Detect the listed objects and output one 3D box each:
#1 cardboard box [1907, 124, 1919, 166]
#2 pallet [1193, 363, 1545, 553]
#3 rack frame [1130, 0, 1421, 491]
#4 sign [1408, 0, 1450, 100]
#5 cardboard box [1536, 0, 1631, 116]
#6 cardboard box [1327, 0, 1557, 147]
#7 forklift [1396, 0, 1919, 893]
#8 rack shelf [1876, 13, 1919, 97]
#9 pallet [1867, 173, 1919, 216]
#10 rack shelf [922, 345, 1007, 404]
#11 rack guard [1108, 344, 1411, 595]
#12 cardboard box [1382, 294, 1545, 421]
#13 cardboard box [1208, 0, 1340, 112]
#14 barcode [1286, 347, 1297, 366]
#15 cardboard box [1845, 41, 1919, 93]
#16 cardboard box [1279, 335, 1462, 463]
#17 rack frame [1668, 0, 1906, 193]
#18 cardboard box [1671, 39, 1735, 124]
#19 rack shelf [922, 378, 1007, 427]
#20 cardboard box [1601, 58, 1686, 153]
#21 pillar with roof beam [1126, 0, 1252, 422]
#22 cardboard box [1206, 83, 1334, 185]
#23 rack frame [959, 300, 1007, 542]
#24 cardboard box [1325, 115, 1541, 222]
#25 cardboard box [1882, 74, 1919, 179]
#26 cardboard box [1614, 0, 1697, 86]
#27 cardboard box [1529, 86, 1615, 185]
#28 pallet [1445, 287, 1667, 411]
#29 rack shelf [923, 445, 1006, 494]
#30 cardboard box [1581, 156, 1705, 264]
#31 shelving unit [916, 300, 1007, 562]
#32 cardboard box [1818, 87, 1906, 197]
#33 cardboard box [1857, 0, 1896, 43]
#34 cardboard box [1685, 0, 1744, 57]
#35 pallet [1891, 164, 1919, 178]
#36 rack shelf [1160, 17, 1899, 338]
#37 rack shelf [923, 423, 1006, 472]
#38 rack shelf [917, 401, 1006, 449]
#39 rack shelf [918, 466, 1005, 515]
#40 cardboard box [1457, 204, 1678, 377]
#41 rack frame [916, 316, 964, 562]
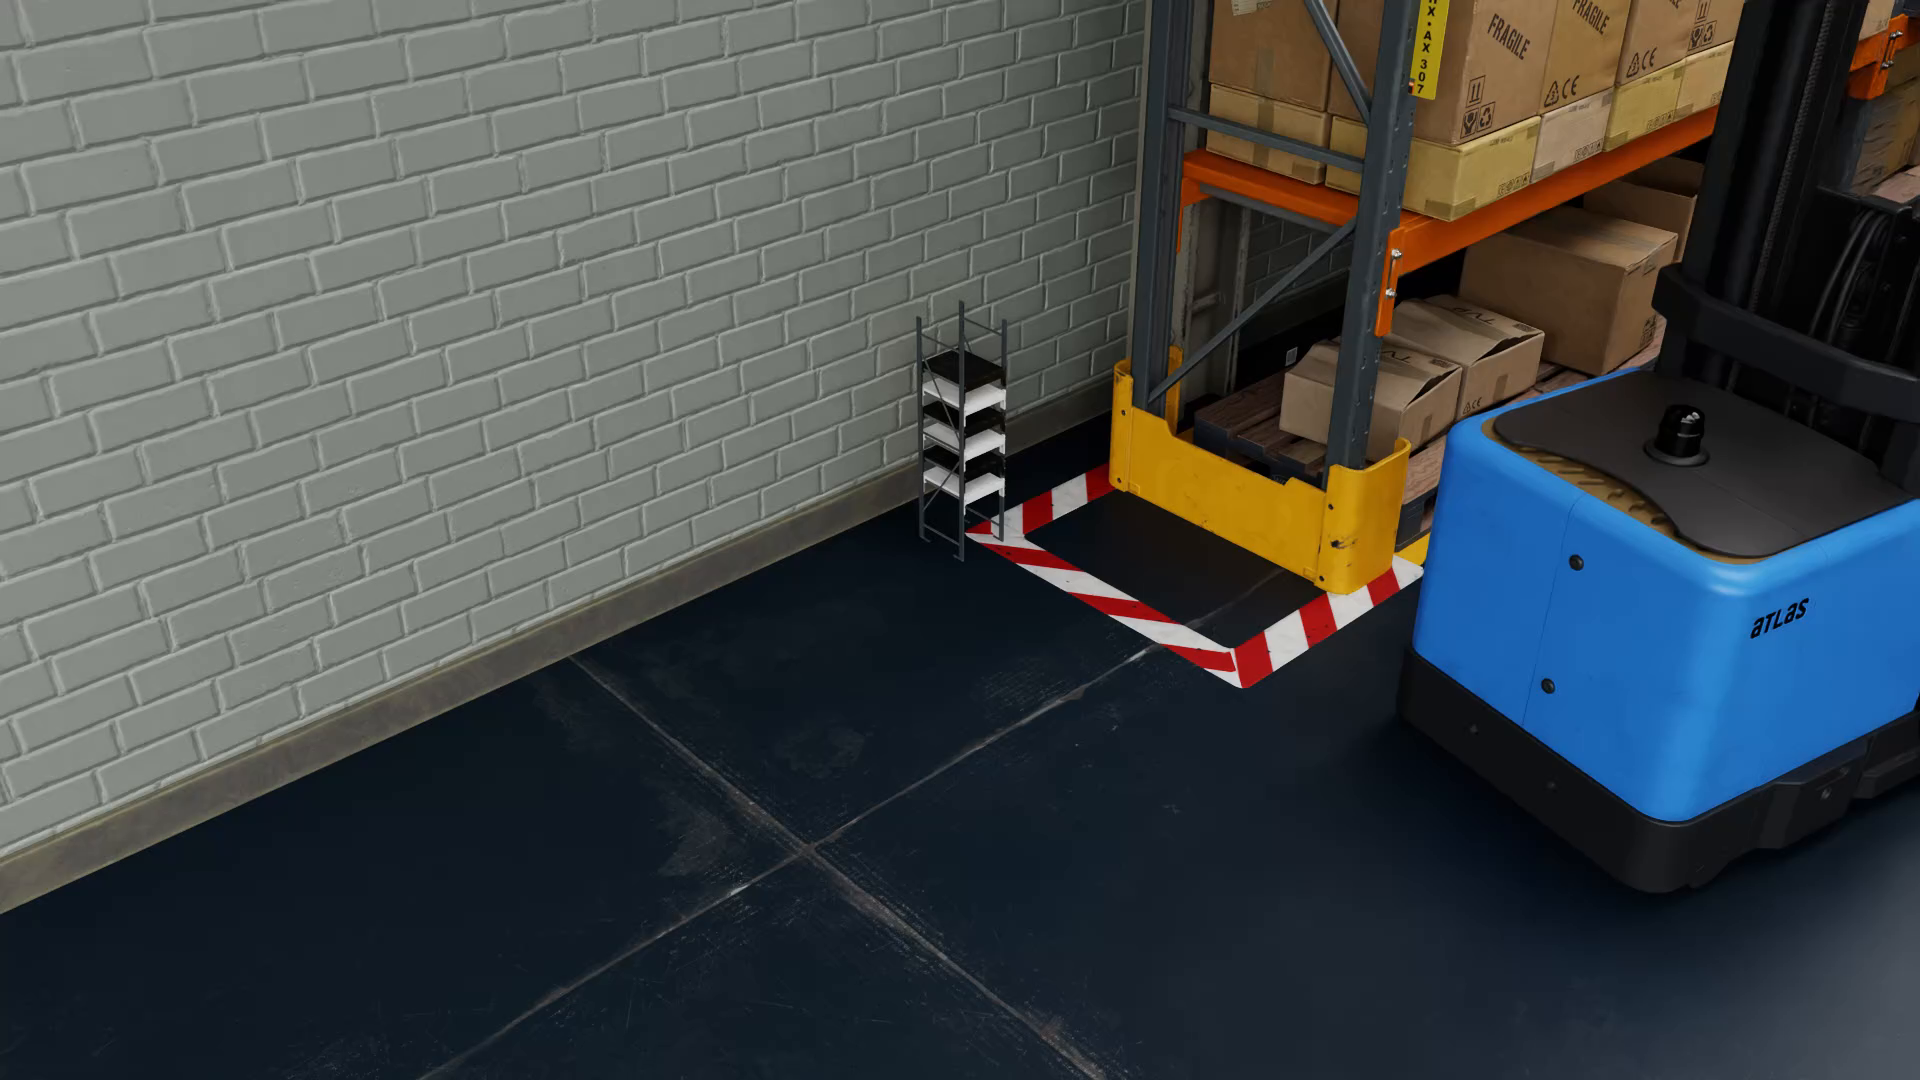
[{"bbox_3d":[5.241,-2.503,9.443,0.500,0.500,0.700,-25,40,-35],"label":"cardboard box"},{"bbox_3d":[1.708,-0.440,6.767,1.213,0.211,1.003,-26,40,-35],"label":"pallet"},{"bbox_3d":[1.033,-1.328,5.546,0.127,3.000,1.000,-26,40,-35],"label":"rack frame"},{"bbox_3d":[1.402,-1.490,4.981,0.005,0.325,0.100,-26,40,-35],"label":"sign"},{"bbox_3d":[1.956,-1.818,5.754,0.500,0.500,0.500,-26,40,-35],"label":"cardboard box"},{"bbox_3d":[1.587,-1.647,5.473,0.500,0.500,0.500,-26,40,-35],"label":"cardboard box"},{"bbox_3d":[2.911,-0.837,4.810,3.031,2.935,1.130,-17,35,-25],"label":"forklift"},{"bbox_3d":[5.432,-3.149,9.214,4.000,0.370,1.077,-26,40,-35],"label":"rack shelf"},{"bbox_3d":[4.536,-1.834,9.046,1.213,0.211,1.003,-26,40,-35],"label":"pallet"},{"bbox_3d":[0.006,-0.589,5.896,0.200,0.077,0.258,-26,40,-35],"label":"rack shelf"},{"bbox_3d":[1.088,-0.288,6.242,0.348,0.500,1.175,-26,40,-35],"label":"rack guard"},{"bbox_3d":[2.019,-0.782,6.809,0.500,0.311,0.500,-22,38,-32],"label":"cardboard box"},{"bbox_3d":[1.234,-1.841,5.791,0.500,0.500,0.500,-26,40,-36],"label":"cardboard box"},{"bbox_3d":[1.343,-0.743,6.736,0.075,0.075,0.001,-26,40,-35],"label":"barcode"},{"bbox_3d":[4.815,-2.613,8.903,0.500,0.250,0.500,-27,40,-36],"label":"cardboard box"},{"bbox_3d":[1.601,-0.579,6.478,0.500,0.311,0.500,24,39,34],"label":"cardboard box"},{"bbox_3d":[3.966,-2.747,7.866,0.127,3.000,1.000,-26,40,-35],"label":"rack frame"},{"bbox_3d":[2.727,-1.871,6.558,0.500,0.250,0.500,-25,40,-35],"label":"cardboard box"},{"bbox_3d":[0.006,-0.512,5.943,0.200,0.077,0.258,-26,40,-35],"label":"rack shelf"},{"bbox_3d":[2.355,-1.692,6.266,0.500,0.250,0.500,-27,40,-36],"label":"cardboard box"},{"bbox_3d":[3.885,-2.820,2.235,0.400,9.000,9.100,-26,40,-35],"label":"pillar with roof beam"},{"bbox_3d":[1.244,-1.512,5.973,0.500,0.250,0.500,-25,39,-35],"label":"cardboard box"},{"bbox_3d":[0.080,-0.423,6.079,0.006,0.900,0.240,-26,40,-35],"label":"rack frame"},{"bbox_3d":[1.606,-1.324,5.665,0.500,0.250,0.500,-27,41,-37],"label":"cardboard box"},{"bbox_3d":[4.839,-2.338,9.172,0.500,0.500,0.700,-27,40,-36],"label":"cardboard box"},{"bbox_3d":[2.339,-1.999,6.050,0.500,0.500,0.500,-27,41,-37],"label":"cardboard box"},{"bbox_3d":[1.977,-1.514,5.975,0.500,0.250,0.500,-27,41,-37],"label":"cardboard box"},{"bbox_3d":[2.602,-0.870,7.471,1.213,0.211,1.003,-26,40,-35],"label":"pallet"},{"bbox_3d":[0.006,-0.282,6.084,0.200,0.077,0.258,-26,40,-35],"label":"rack shelf"},{"bbox_3d":[3.232,-1.484,7.777,0.500,0.500,0.500,26,40,35],"label":"cardboard box"},{"bbox_3d":[0.006,-0.387,6.020,0.210,0.900,0.258,-26,40,-35],"label":"shelving unit"},{"bbox_3d":[4.494,-2.135,8.841,0.500,0.500,0.700,-24,39,-34],"label":"cardboard box"},{"bbox_3d":[3.825,-2.407,7.436,0.500,0.250,0.500,-26,40,-35],"label":"cardboard box"},{"bbox_3d":[2.710,-2.187,6.356,0.500,0.500,0.500,-24,39,-34],"label":"cardboard box"},{"bbox_3d":[5.431,-2.269,9.758,1.213,0.211,1.003,-26,40,-35],"label":"pallet"},{"bbox_3d":[2.499,-1.730,6.894,4.000,0.370,1.077,-26,40,-35],"label":"rack shelf"},{"bbox_3d":[0.006,-0.358,6.037,0.200,0.077,0.258,-26,40,-35],"label":"rack shelf"},{"bbox_3d":[0.006,-0.435,5.990,0.200,0.077,0.258,-26,40,-35],"label":"rack shelf"},{"bbox_3d":[0.006,-0.205,6.131,0.200,0.077,0.258,-26,40,-35],"label":"rack shelf"},{"bbox_3d":[2.591,-1.103,7.154,0.700,0.500,0.500,26,40,36],"label":"cardboard box"},{"bbox_3d":[-0.069,-0.351,5.961,0.006,0.900,0.240,-26,40,-35],"label":"rack frame"}]
